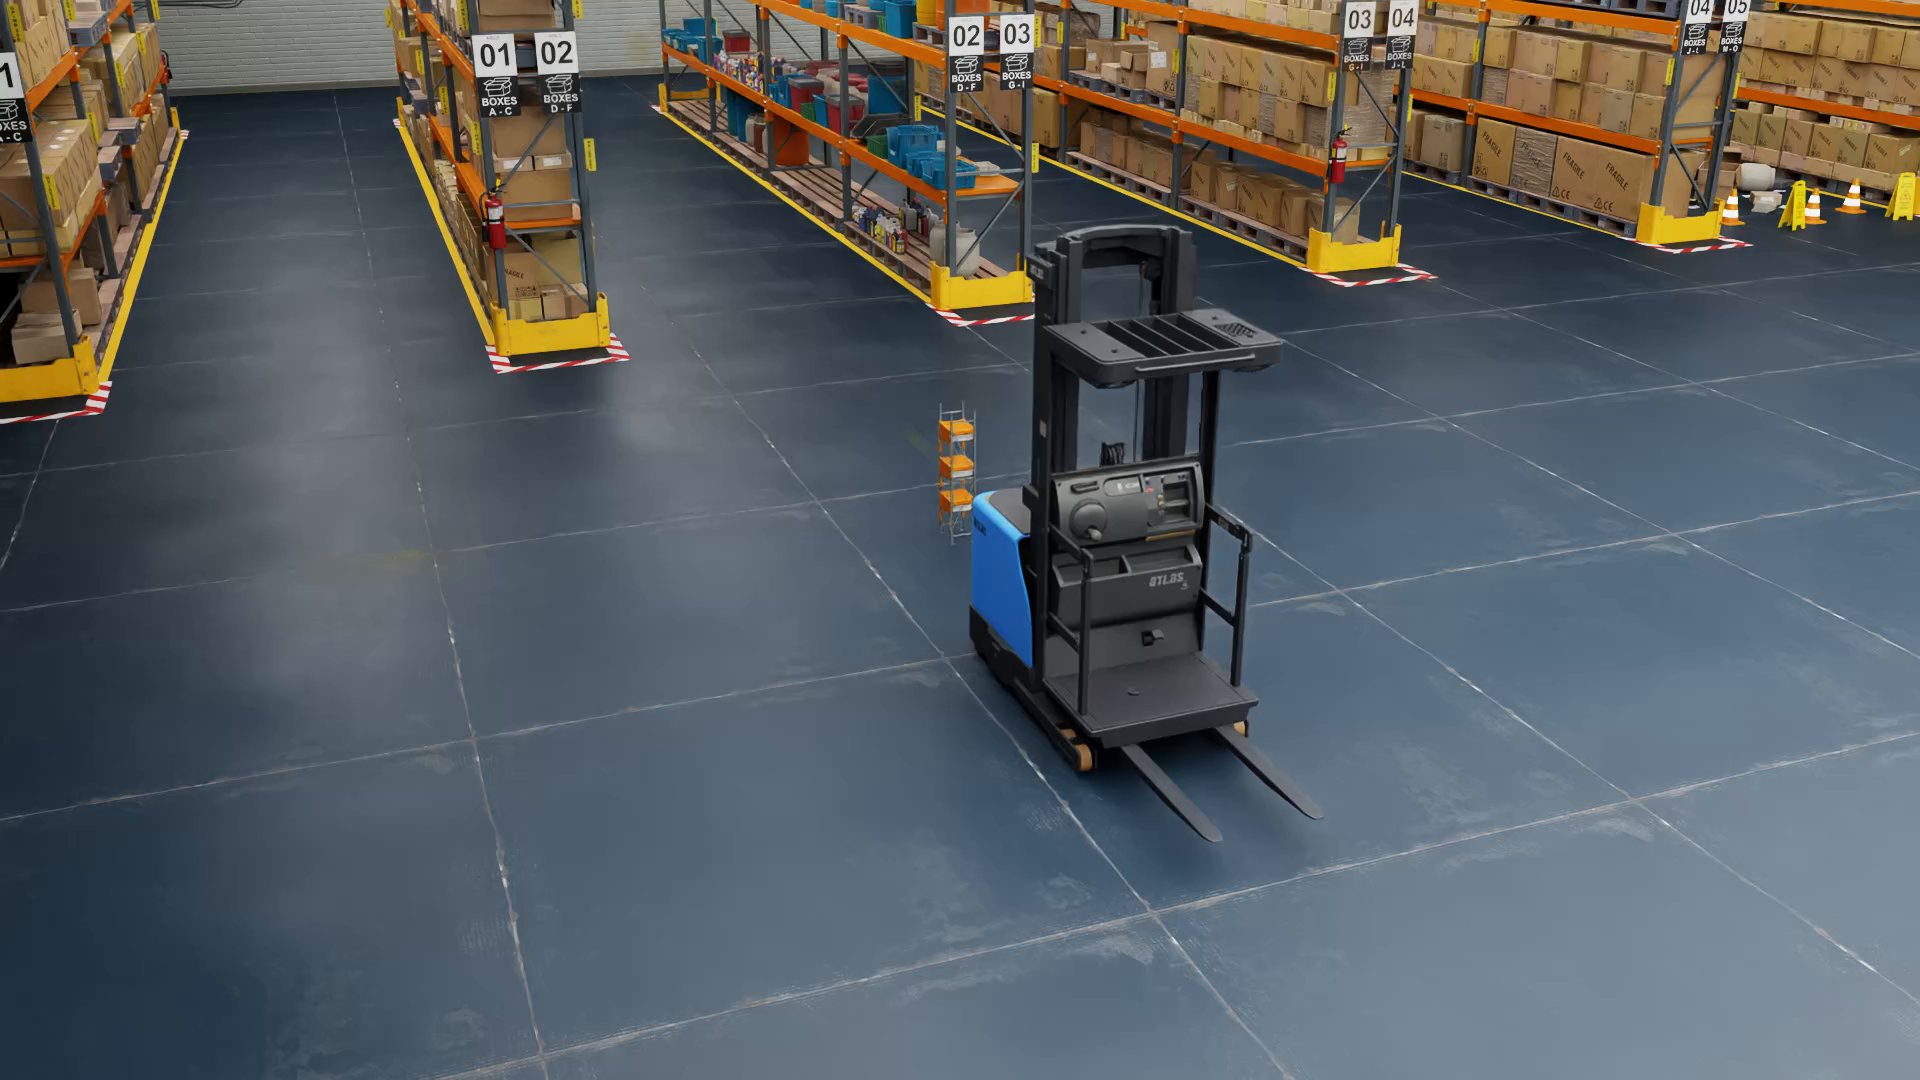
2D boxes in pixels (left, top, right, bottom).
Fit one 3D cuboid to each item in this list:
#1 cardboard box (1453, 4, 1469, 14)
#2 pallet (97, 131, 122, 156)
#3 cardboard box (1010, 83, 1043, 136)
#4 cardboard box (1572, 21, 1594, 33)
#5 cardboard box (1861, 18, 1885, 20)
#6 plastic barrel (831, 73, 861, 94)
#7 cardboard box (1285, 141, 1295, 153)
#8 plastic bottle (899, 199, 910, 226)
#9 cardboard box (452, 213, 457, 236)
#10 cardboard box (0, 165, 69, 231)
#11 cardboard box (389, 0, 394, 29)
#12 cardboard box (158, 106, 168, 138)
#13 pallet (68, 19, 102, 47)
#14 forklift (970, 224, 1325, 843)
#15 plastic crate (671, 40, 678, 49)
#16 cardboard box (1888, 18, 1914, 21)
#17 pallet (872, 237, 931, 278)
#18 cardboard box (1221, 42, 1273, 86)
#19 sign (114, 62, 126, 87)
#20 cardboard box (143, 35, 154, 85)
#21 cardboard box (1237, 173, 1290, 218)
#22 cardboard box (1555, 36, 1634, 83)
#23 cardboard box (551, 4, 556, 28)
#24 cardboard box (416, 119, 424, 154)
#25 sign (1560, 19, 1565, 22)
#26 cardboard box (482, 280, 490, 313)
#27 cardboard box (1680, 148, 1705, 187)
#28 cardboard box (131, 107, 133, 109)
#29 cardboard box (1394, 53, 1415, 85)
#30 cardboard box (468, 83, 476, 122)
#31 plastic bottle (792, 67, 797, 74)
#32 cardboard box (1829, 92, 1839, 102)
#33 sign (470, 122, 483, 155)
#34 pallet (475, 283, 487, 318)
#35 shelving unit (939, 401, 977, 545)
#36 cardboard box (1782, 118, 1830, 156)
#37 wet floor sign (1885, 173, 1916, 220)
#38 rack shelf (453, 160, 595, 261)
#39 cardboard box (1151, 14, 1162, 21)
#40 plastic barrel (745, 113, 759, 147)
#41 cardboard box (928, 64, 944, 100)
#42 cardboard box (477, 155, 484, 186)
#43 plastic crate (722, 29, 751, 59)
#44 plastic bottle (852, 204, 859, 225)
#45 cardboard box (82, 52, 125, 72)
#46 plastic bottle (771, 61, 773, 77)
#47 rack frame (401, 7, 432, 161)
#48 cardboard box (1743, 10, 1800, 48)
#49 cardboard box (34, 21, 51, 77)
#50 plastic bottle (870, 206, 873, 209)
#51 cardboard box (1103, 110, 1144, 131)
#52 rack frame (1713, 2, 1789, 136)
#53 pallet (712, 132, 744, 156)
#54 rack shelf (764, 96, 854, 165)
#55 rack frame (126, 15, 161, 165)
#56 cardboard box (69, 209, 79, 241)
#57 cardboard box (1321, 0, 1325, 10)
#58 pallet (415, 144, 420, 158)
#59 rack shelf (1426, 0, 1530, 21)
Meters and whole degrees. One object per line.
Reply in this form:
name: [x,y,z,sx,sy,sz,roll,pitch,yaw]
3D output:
cardboard box: [10.080,-10.641,32.719,0.500,0.500,0.500,-8,24,-19]
pallet: [-11.034,-4.861,20.667,1.003,0.211,1.213,-8,24,-19]
cardboard box: [1.598,-7.495,28.864,1.225,0.875,0.875,-8,24,-19]
cardboard box: [11.344,-9.243,29.764,0.500,0.500,0.500,-9,24,-20]
cardboard box: [16.529,-9.384,30.188,0.380,0.149,0.250,-8,24,-19]
plastic barrel: [-1.635,-6.433,23.975,0.433,0.535,0.433,0,23,0]
cardboard box: [4.365,-5.022,21.126,0.380,0.149,0.250,-8,24,-19]
plastic bottle: [-0.728,-4.336,22.021,0.144,0.351,0.185,-8,24,-19]
cardboard box: [-6.320,-4.112,21.643,0.500,0.250,0.500,-9,24,-20]
cardboard box: [-8.833,-3.256,15.815,0.500,0.500,0.500,-8,24,-19]
cardboard box: [-10.055,-9.560,30.154,0.500,0.500,0.500,-8,24,-17]
cardboard box: [-14.080,-7.189,28.621,0.700,0.500,0.500,-8,24,-19]
pallet: [-10.477,-5.744,18.896,1.213,0.211,1.003,-8,24,-19]
forklift: [1.063,-0.193,9.435,1.130,2.935,3.031,-8,24,-19]
plastic crate: [-5.275,-9.326,31.276,0.250,0.136,0.298,-8,24,-19]
cardboard box: [17.038,-9.353,30.114,0.380,0.149,0.250,-8,24,-19]
pallet: [-0.457,-3.590,20.995,1.003,0.211,1.213,-8,24,-19]
cardboard box: [3.819,-6.330,22.108,0.500,0.500,0.500,-8,24,-19]
sign: [-11.267,-6.238,22.298,0.100,0.325,0.005,-8,24,-19]
cardboard box: [-13.614,-7.720,26.817,0.980,0.700,0.700,-9,24,-20]
cardboard box: [4.150,-4.717,22.757,0.500,0.500,0.500,-11,25,-24]
cardboard box: [8.877,-6.729,23.271,0.875,0.550,0.500,-8,24,-19]
cardboard box: [-4.643,-5.764,17.852,0.500,0.500,0.500,-8,24,-19]
cardboard box: [-8.609,-6.639,27.291,0.500,0.500,0.500,-9,25,-21]
sign: [10.883,-9.517,29.978,0.100,0.325,0.005,-8,24,-19]
cardboard box: [-4.966,-2.698,18.288,0.500,0.250,0.500,-8,24,-19]
cardboard box: [10.900,-5.696,25.442,0.797,0.637,0.503,-8,24,-19]
cardboard box: [-12.309,-6.360,24.275,0.380,0.149,0.250,-8,24,-17]
cardboard box: [7.246,-7.642,26.891,0.500,0.500,0.500,-9,24,-20]
cardboard box: [-5.207,-5.008,18.972,0.700,0.500,0.500,-8,24,-19]
plastic bottle: [-2.661,-7.511,26.873,0.097,0.271,0.097,0,23,0]
cardboard box: [13.374,-6.703,25.116,0.380,0.149,0.250,-8,24,-19]
sign: [-4.825,-4.010,16.607,0.100,0.325,0.005,-8,24,-19]
pallet: [-5.049,-2.867,19.279,1.003,0.211,1.213,-8,24,-19]
shelving unit: [-0.019,-0.503,12.592,0.215,1.050,0.252,-8,24,-19]
cardboard box: [13.152,-6.247,25.743,0.500,0.500,0.500,-7,24,-16]
wet floor sign: [13.294,-4.854,23.435,0.267,0.644,0.232,0,23,-1]
rack shelf: [-5.019,-3.832,18.906,1.077,0.370,4.000,-8,24,-19]
cardboard box: [4.254,-10.864,34.151,0.500,0.500,0.500,-8,24,-18]
plastic barrel: [-3.374,-6.848,27.797,0.421,0.512,0.421,0,23,0]
cardboard box: [-0.073,-9.271,33.078,0.875,0.875,0.875,-8,24,-19]
cardboard box: [-5.197,-4.402,19.204,0.700,0.500,0.500,-8,24,-18]
plastic crate: [-3.997,-8.891,29.824,0.402,0.464,0.583,-8,24,-19]
plastic bottle: [-1.388,-4.338,22.127,0.097,0.271,0.097,0,23,0]
cardboard box: [-11.881,-6.596,23.035,0.500,0.250,0.500,-9,24,-20]
plastic bottle: [-3.148,-7.844,27.665,0.097,0.271,0.097,0,23,0]
rack frame: [-8.552,-7.797,27.387,1.000,3.000,0.127,-8,24,-19]
cardboard box: [12.767,-8.062,26.217,0.700,0.500,0.500,-9,24,-20]
cardboard box: [-9.173,-4.737,16.111,0.500,0.500,0.500,-7,24,-17]
plastic bottle: [-1.149,-4.245,21.890,0.061,0.283,0.133,-8,24,-19]
cardboard box: [2.592,-6.667,26.393,0.500,0.250,0.500,-6,23,-13]
rack frame: [12.814,-7.608,26.938,1.000,3.000,0.127,-8,24,-19]
pallet: [-3.683,-6.904,28.859,1.003,0.211,1.213,-8,24,-19]
rack shelf: [-1.797,-5.964,23.964,1.077,0.370,4.000,-8,24,-19]
rack frame: [-13.185,-7.116,25.771,1.000,3.000,0.127,-8,24,-19]
cardboard box: [-9.018,-3.104,16.419,0.500,0.250,0.500,-9,25,-21]
cardboard box: [4.584,-6.460,20.033,0.380,0.149,0.250,-9,25,-21]
pallet: [-8.793,-6.762,28.521,1.003,0.211,1.213,-8,24,-19]
rack shelf: [7.513,-8.669,26.521,1.077,0.370,4.000,-8,24,-19]
